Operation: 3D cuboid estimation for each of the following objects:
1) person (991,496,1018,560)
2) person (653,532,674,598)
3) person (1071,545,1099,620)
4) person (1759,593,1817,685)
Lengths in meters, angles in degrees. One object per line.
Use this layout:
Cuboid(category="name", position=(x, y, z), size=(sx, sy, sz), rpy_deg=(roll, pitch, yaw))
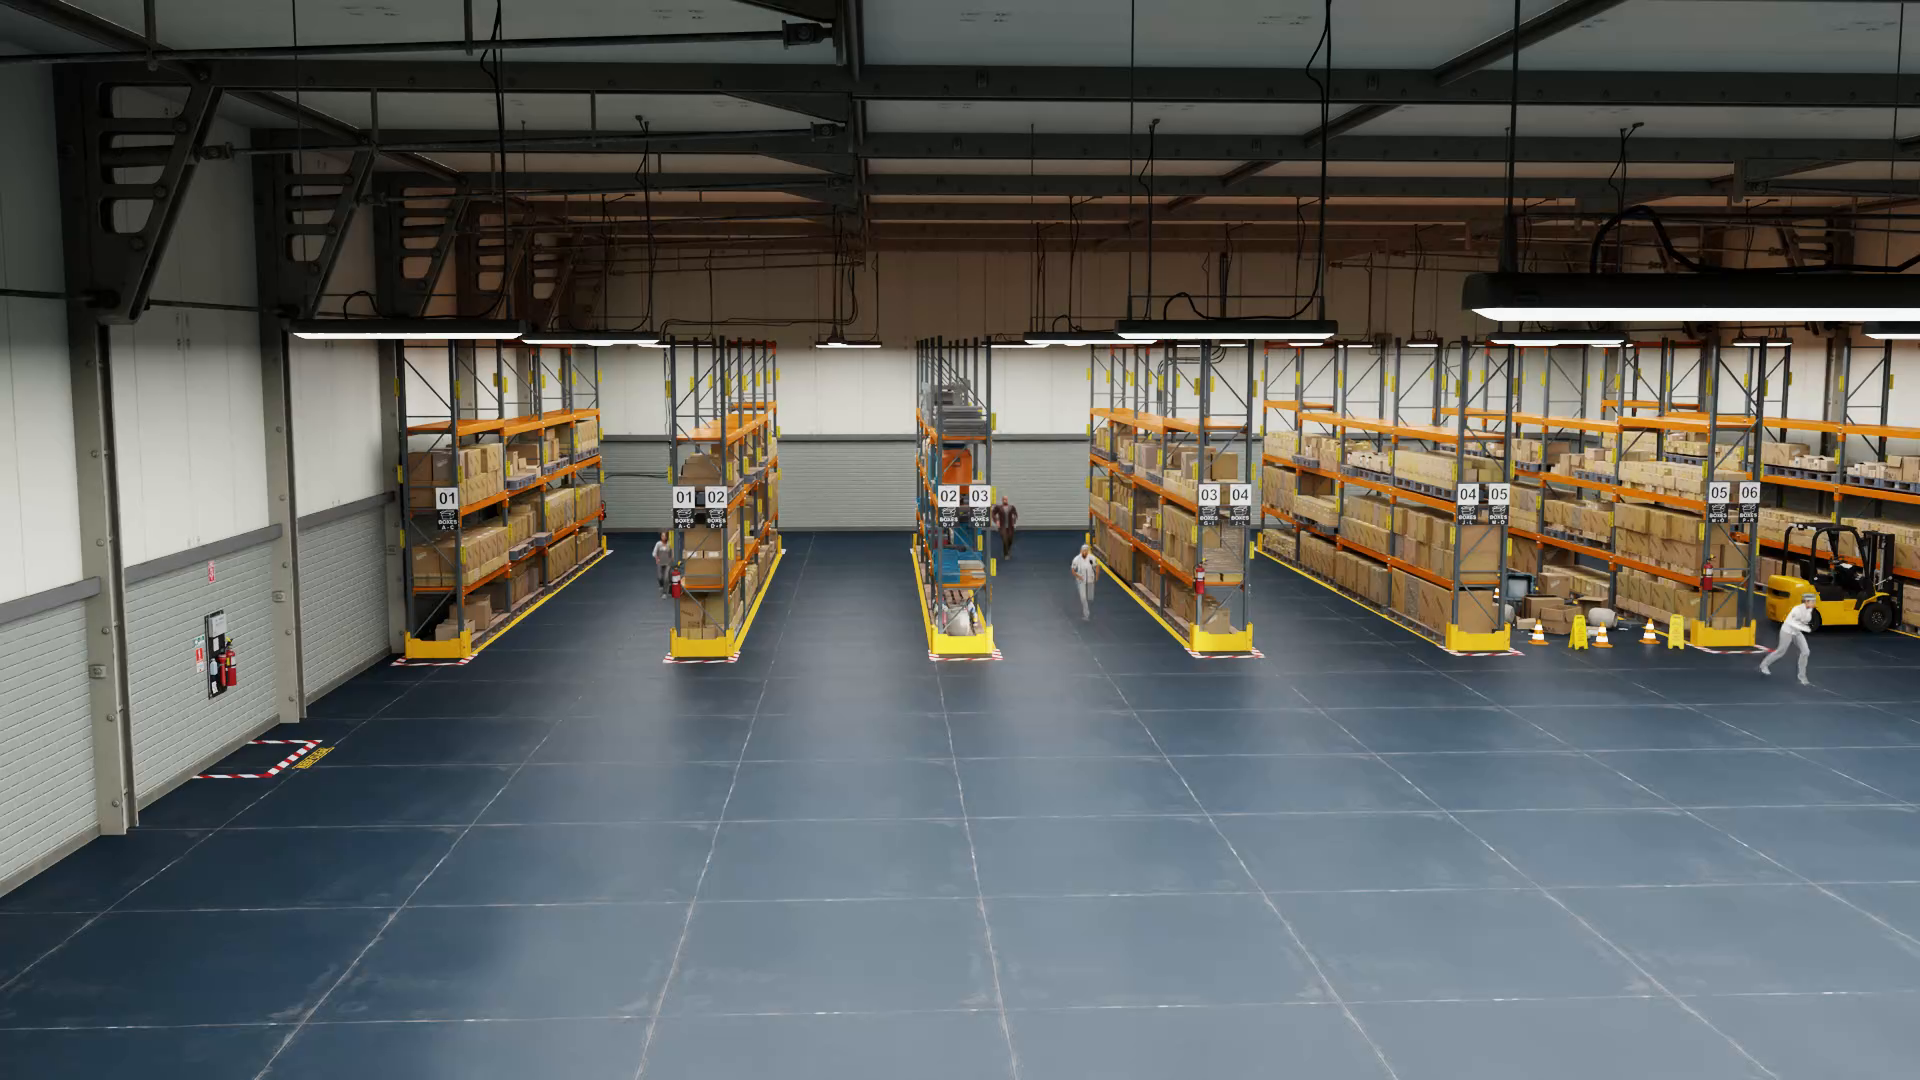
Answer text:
Cuboid(category="person", position=(1.233, -0.349, 45.860), size=(0.729, 1.763, 0.788), rpy_deg=(-1, 7, -11))
Cuboid(category="person", position=(-6.849, 0.588, 38.487), size=(0.517, 1.541, 0.528), rpy_deg=(-1, 7, -8))
Cuboid(category="person", position=(2.678, 0.895, 35.676), size=(0.637, 1.631, 0.669), rpy_deg=(-1, 7, -7))
Cuboid(category="person", position=(14.421, 1.685, 28.913), size=(0.568, 1.625, 0.927), rpy_deg=(-4, 8, -33))
